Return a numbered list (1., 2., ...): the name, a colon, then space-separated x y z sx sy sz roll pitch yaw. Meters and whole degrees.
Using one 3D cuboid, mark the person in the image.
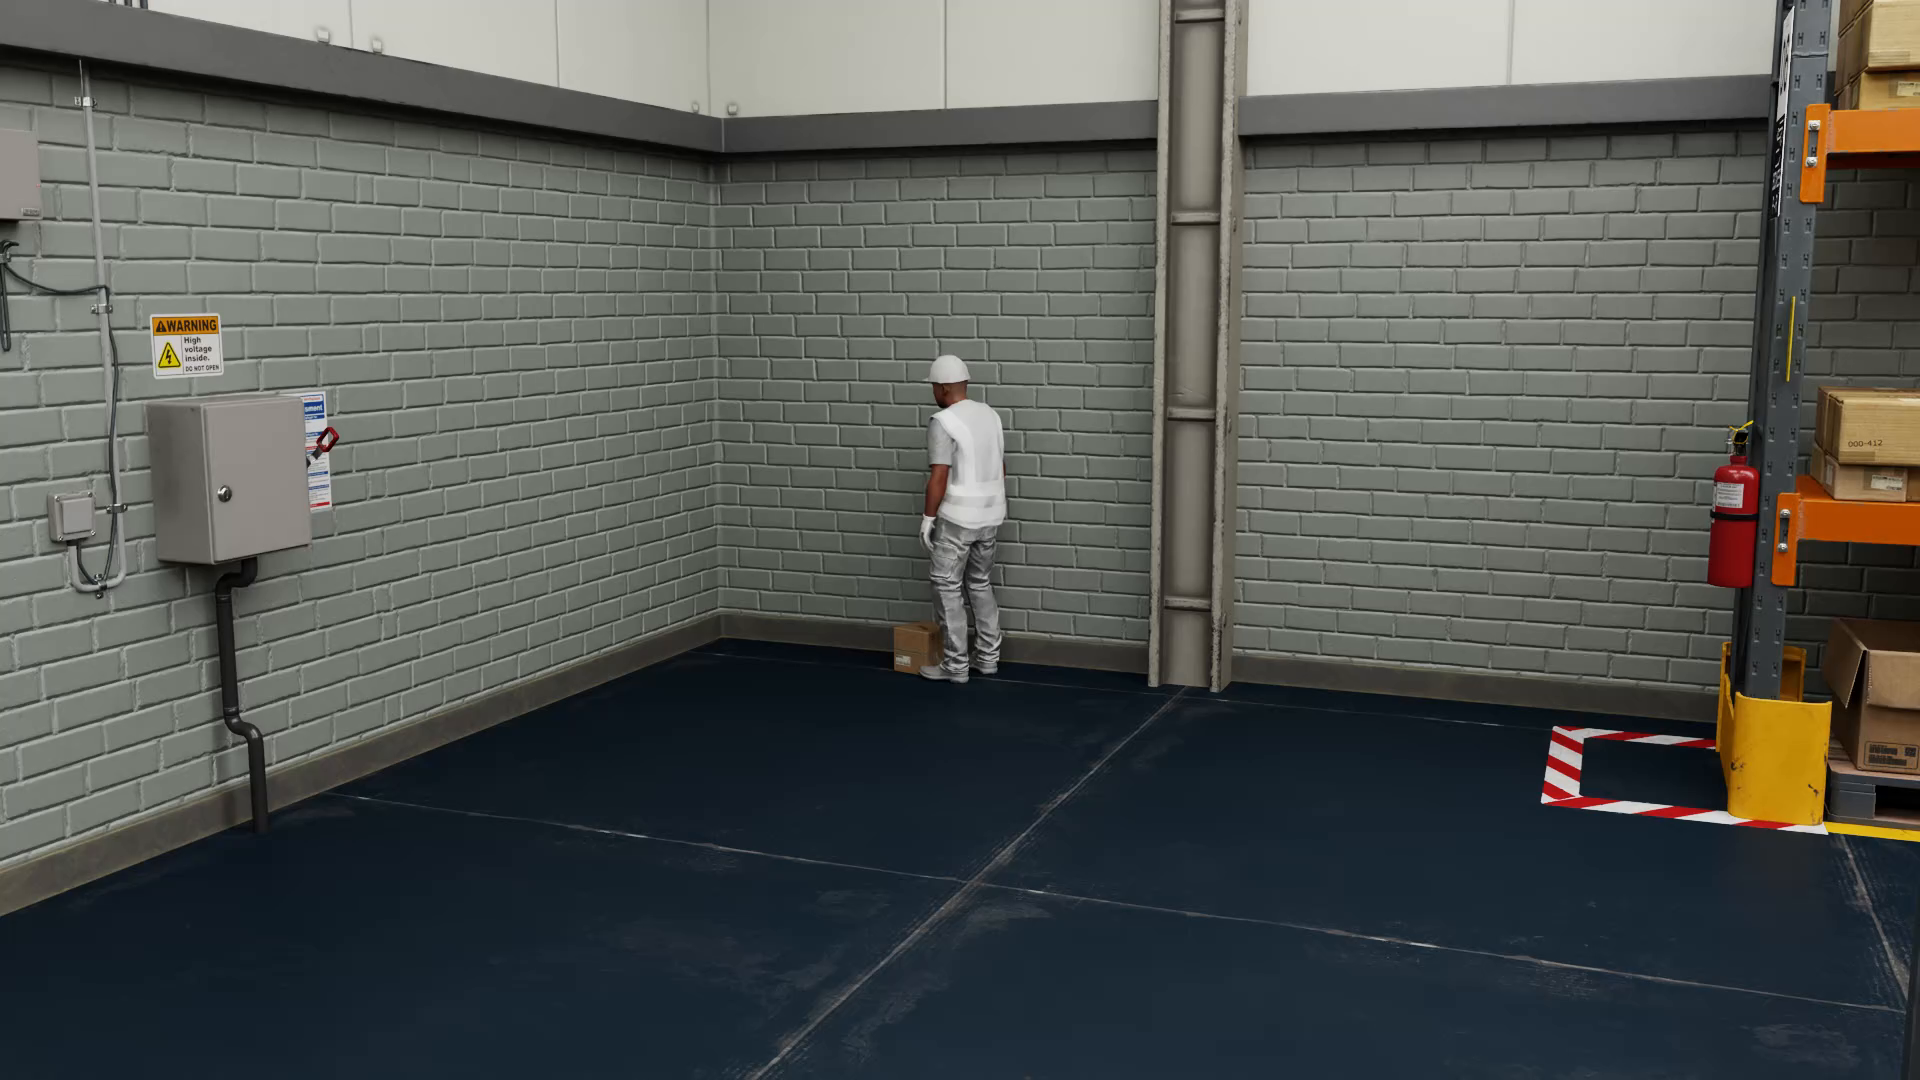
1. person: 0.008 -0.120 9.106 0.451 1.773 0.613 7 11 39
